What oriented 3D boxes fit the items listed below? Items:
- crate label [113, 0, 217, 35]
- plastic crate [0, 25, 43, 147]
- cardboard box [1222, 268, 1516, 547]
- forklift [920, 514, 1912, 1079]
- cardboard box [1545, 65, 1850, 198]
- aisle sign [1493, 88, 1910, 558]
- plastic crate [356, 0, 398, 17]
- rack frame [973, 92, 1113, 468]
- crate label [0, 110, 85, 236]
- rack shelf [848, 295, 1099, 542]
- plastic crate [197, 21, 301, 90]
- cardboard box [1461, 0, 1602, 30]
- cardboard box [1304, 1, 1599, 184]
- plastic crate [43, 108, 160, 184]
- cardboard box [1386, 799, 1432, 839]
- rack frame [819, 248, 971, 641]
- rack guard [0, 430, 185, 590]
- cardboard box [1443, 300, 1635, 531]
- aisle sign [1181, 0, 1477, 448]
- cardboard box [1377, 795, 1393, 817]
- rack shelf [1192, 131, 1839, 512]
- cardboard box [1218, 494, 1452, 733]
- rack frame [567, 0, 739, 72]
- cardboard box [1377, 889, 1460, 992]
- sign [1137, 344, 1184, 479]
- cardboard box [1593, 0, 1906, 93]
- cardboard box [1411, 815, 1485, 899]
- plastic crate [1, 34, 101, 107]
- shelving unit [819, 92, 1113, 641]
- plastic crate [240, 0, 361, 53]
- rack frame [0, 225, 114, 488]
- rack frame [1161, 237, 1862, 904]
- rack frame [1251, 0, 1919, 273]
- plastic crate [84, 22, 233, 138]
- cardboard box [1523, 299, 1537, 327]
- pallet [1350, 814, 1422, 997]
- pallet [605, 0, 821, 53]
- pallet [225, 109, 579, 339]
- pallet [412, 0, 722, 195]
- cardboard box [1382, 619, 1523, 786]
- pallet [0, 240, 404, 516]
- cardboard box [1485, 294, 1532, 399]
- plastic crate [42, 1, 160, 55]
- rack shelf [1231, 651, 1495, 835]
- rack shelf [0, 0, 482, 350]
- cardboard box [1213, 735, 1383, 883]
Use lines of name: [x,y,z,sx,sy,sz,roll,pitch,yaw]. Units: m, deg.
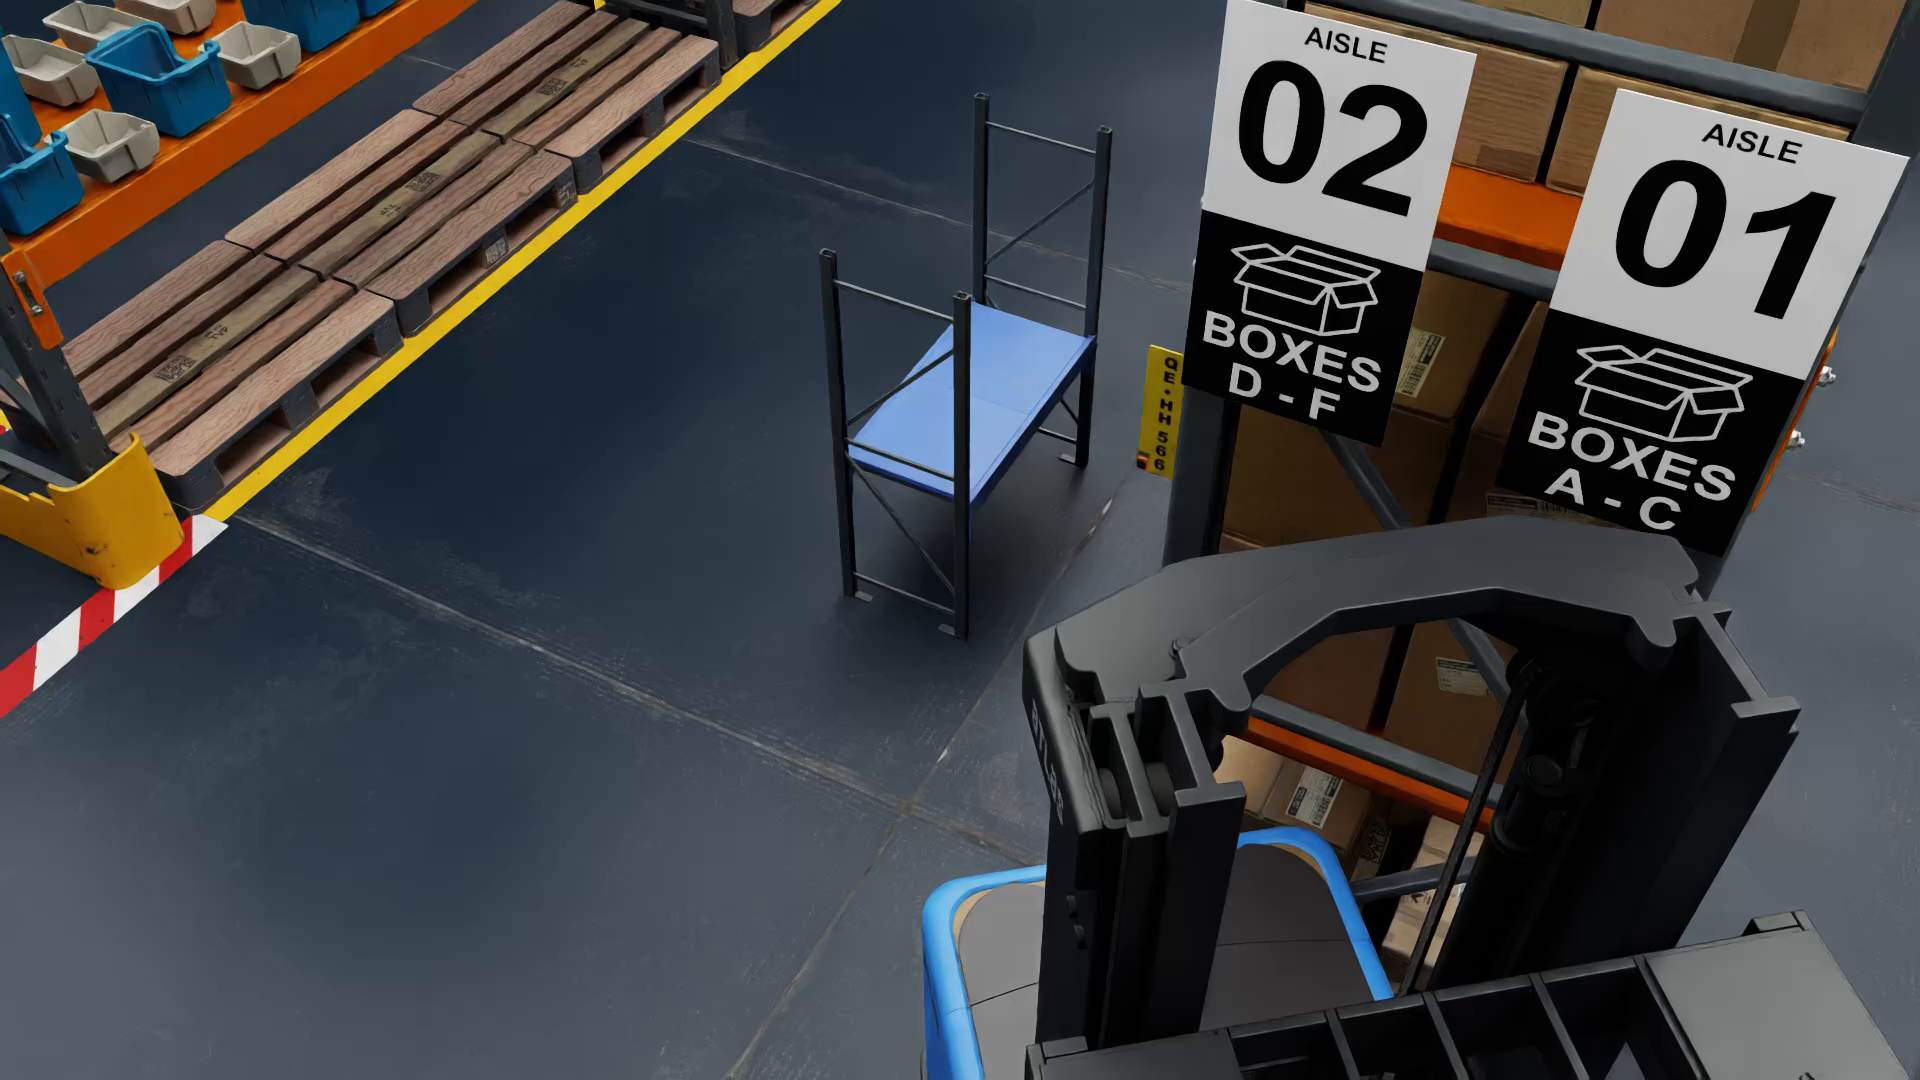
crate label: [-3.015,-2.039,6.299,0.396,0.136,0.243,20,49,19]
plastic crate: [-3.498,-1.481,5.538,0.616,0.435,0.499,20,49,19]
cardboard box: [0.860,-0.295,3.660,0.500,0.500,0.500,20,49,19]
forklift: [0.672,1.507,2.700,1.130,2.935,3.031,-8,46,-7]
cardboard box: [1.361,-0.779,2.907,0.500,0.250,0.500,20,49,19]
aisle sign: [1.126,-0.311,2.621,0.394,0.787,0.004,20,49,19]
plastic crate: [-2.332,-2.203,6.394,0.416,0.233,0.300,20,49,19]
rack frame: [0.276,-0.901,6.086,0.500,1.500,0.032,20,49,19]
crate label: [-3.082,-1.184,5.387,0.416,0.233,0.303,20,49,19]
rack shelf: [0.040,-0.455,5.898,0.538,0.185,1.000,20,49,19]
plastic crate: [-2.545,-1.753,6.016,0.250,0.136,0.298,20,49,19]
cardboard box: [0.910,-1.123,2.896,0.500,0.250,0.500,20,49,19]
cardboard box: [0.902,-0.950,3.076,0.500,0.250,0.500,20,49,19]
plastic crate: [-2.860,-1.325,5.594,0.250,0.136,0.298,20,49,19]
cardboard box: [1.633,0.710,5.063,0.500,0.250,0.500,20,49,19]
rack frame: [-0.196,-0.261,5.453,0.500,1.500,0.032,20,49,19]
rack guard: [-3.488,-0.277,6.173,1.175,0.500,0.348,20,49,19]
cardboard box: [1.337,-0.117,3.483,0.500,0.500,0.500,22,49,20]
aisle sign: [0.594,-0.510,2.817,0.394,0.787,0.004,20,49,19]
cardboard box: [1.199,0.654,5.177,0.380,0.166,0.250,20,49,19]
rack shelf: [1.826,-1.599,4.118,1.077,0.370,4.000,20,49,19]
cardboard box: [0.864,0.055,4.016,0.500,0.500,0.500,22,49,20]
rack frame: [-1.631,-3.695,7.793,1.000,3.000,0.127,20,49,19]
cardboard box: [1.396,1.160,4.690,0.380,0.149,0.250,20,49,19]
sign: [0.415,-0.252,3.353,0.100,0.325,0.005,20,49,19]
cardboard box: [1.366,-0.953,2.728,0.500,0.250,0.500,20,49,19]
cardboard box: [1.512,0.996,4.839,0.380,0.166,0.250,20,49,19]
plastic crate: [-3.270,-1.677,5.942,0.396,0.136,0.243,20,49,19]
shelving unit: [0.040,-0.581,5.770,0.538,1.500,1.048,20,49,19]
plastic crate: [-2.471,-2.014,6.207,0.416,0.233,0.300,20,49,19]
rack frame: [-3.488,-1.175,5.303,1.000,3.000,0.127,20,49,19]
rack frame: [0.897,0.462,3.684,1.000,3.000,0.127,20,49,19]
rack frame: [0.897,-1.646,1.550,1.000,3.000,0.127,20,49,19]
plastic crate: [-2.776,-1.599,5.797,0.416,0.233,0.300,20,49,19]
cardboard box: [1.573,-0.449,3.811,0.500,0.500,0.500,21,49,19]
pallet: [1.302,0.892,5.220,1.003,0.211,1.213,20,49,19]
pallet: [-1.236,-3.187,9.252,1.003,0.211,1.213,20,49,19]
pallet: [-2.504,-1.468,7.552,1.003,0.211,1.213,20,49,19]
pallet: [-1.938,-2.239,8.314,1.003,0.211,1.213,20,49,19]
cardboard box: [1.337,0.235,3.839,0.500,0.500,0.500,21,49,20]
pallet: [-3.071,-0.702,6.795,1.003,0.211,1.213,20,49,19]
cardboard box: [1.094,-0.614,3.974,0.500,0.500,0.500,22,49,20]
plastic crate: [-3.123,-1.855,6.118,0.396,0.136,0.243,20,49,19]
rack shelf: [1.826,-0.545,5.185,1.077,0.370,4.000,20,49,19]
rack shelf: [-2.560,-2.182,6.804,1.077,0.370,4.000,20,49,19]
cardboard box: [0.932,0.763,4.835,0.500,0.500,0.500,20,49,19]
